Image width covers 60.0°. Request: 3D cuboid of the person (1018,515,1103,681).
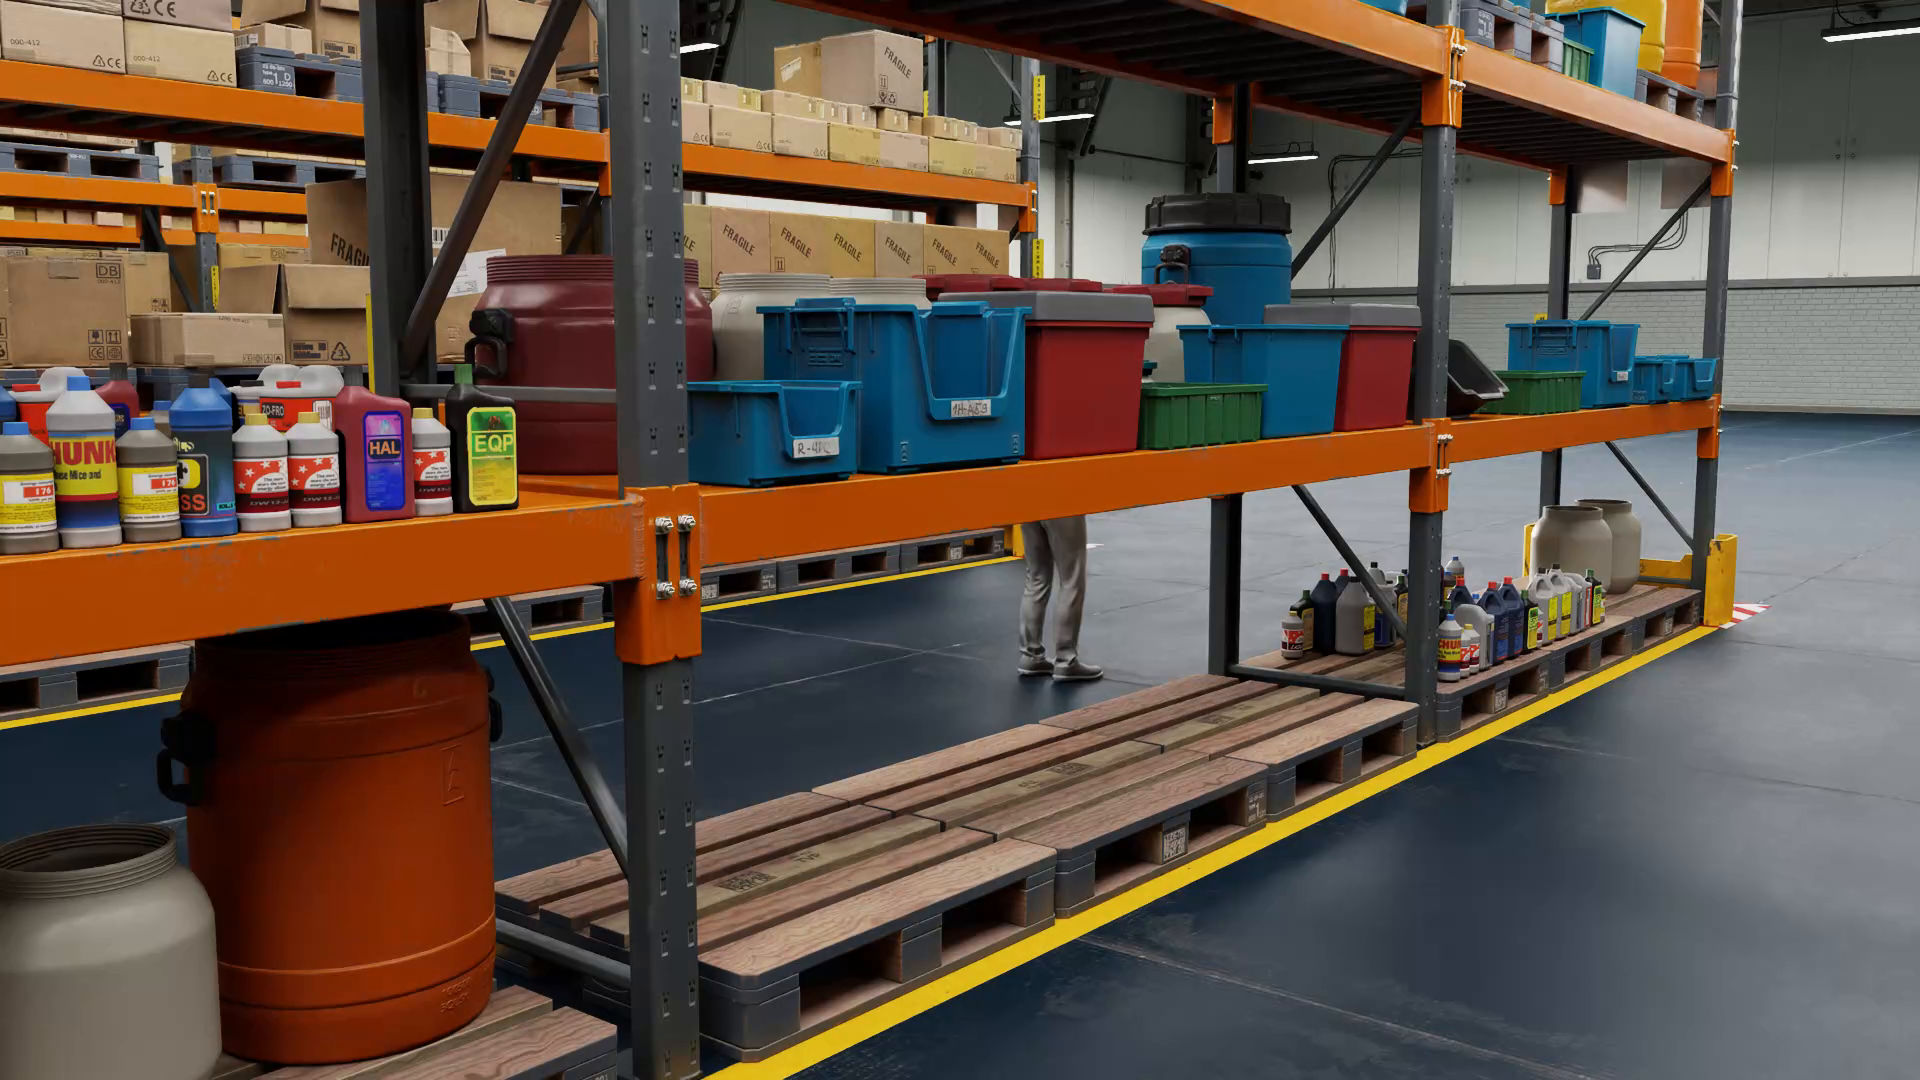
[{"bbox_3d":[0.489,-0.172,8.052,0.554,1.691,0.465,-5,8,-36],"label":"person"}]
